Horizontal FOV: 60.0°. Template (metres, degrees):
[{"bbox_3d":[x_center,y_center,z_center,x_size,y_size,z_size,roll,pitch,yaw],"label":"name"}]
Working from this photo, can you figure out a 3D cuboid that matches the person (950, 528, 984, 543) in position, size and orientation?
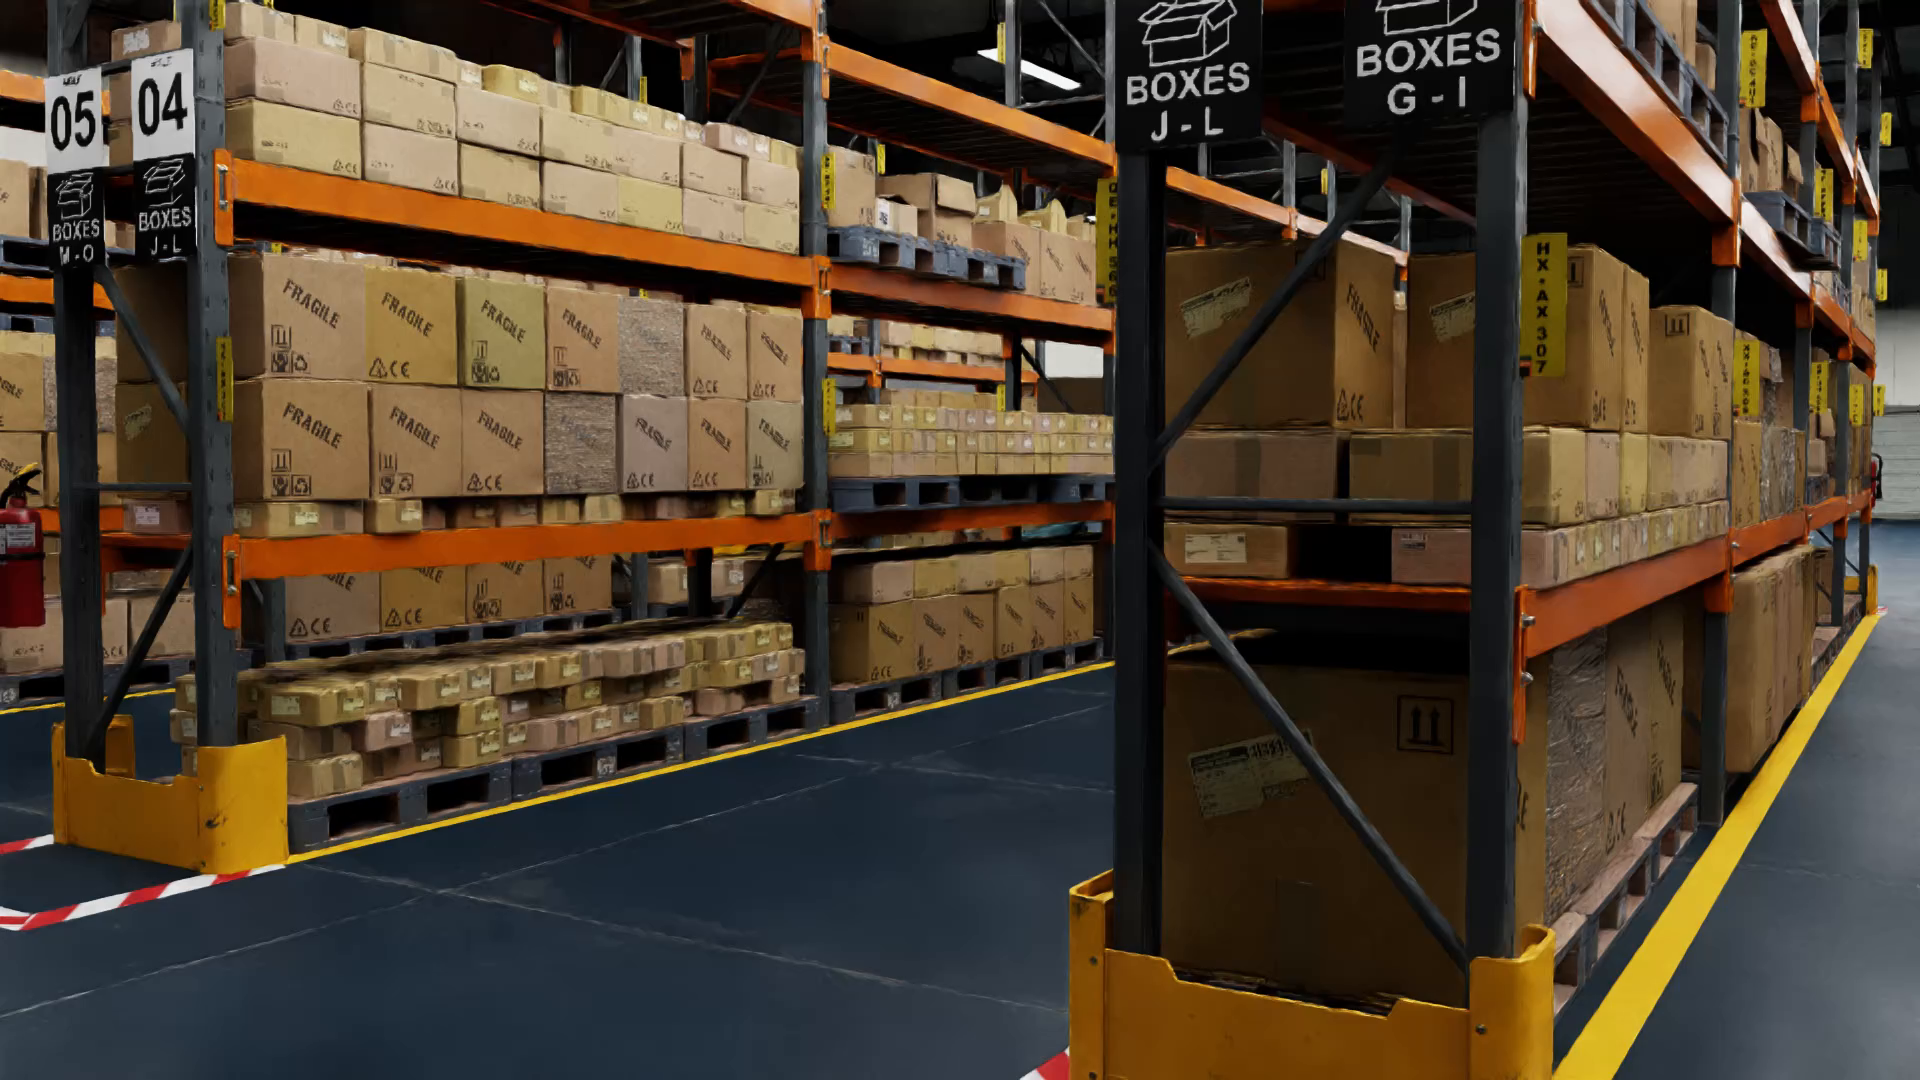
[{"bbox_3d":[0.064,-0.082,16.510,0.379,1.770,0.665,1,3,15],"label":"person"}]
